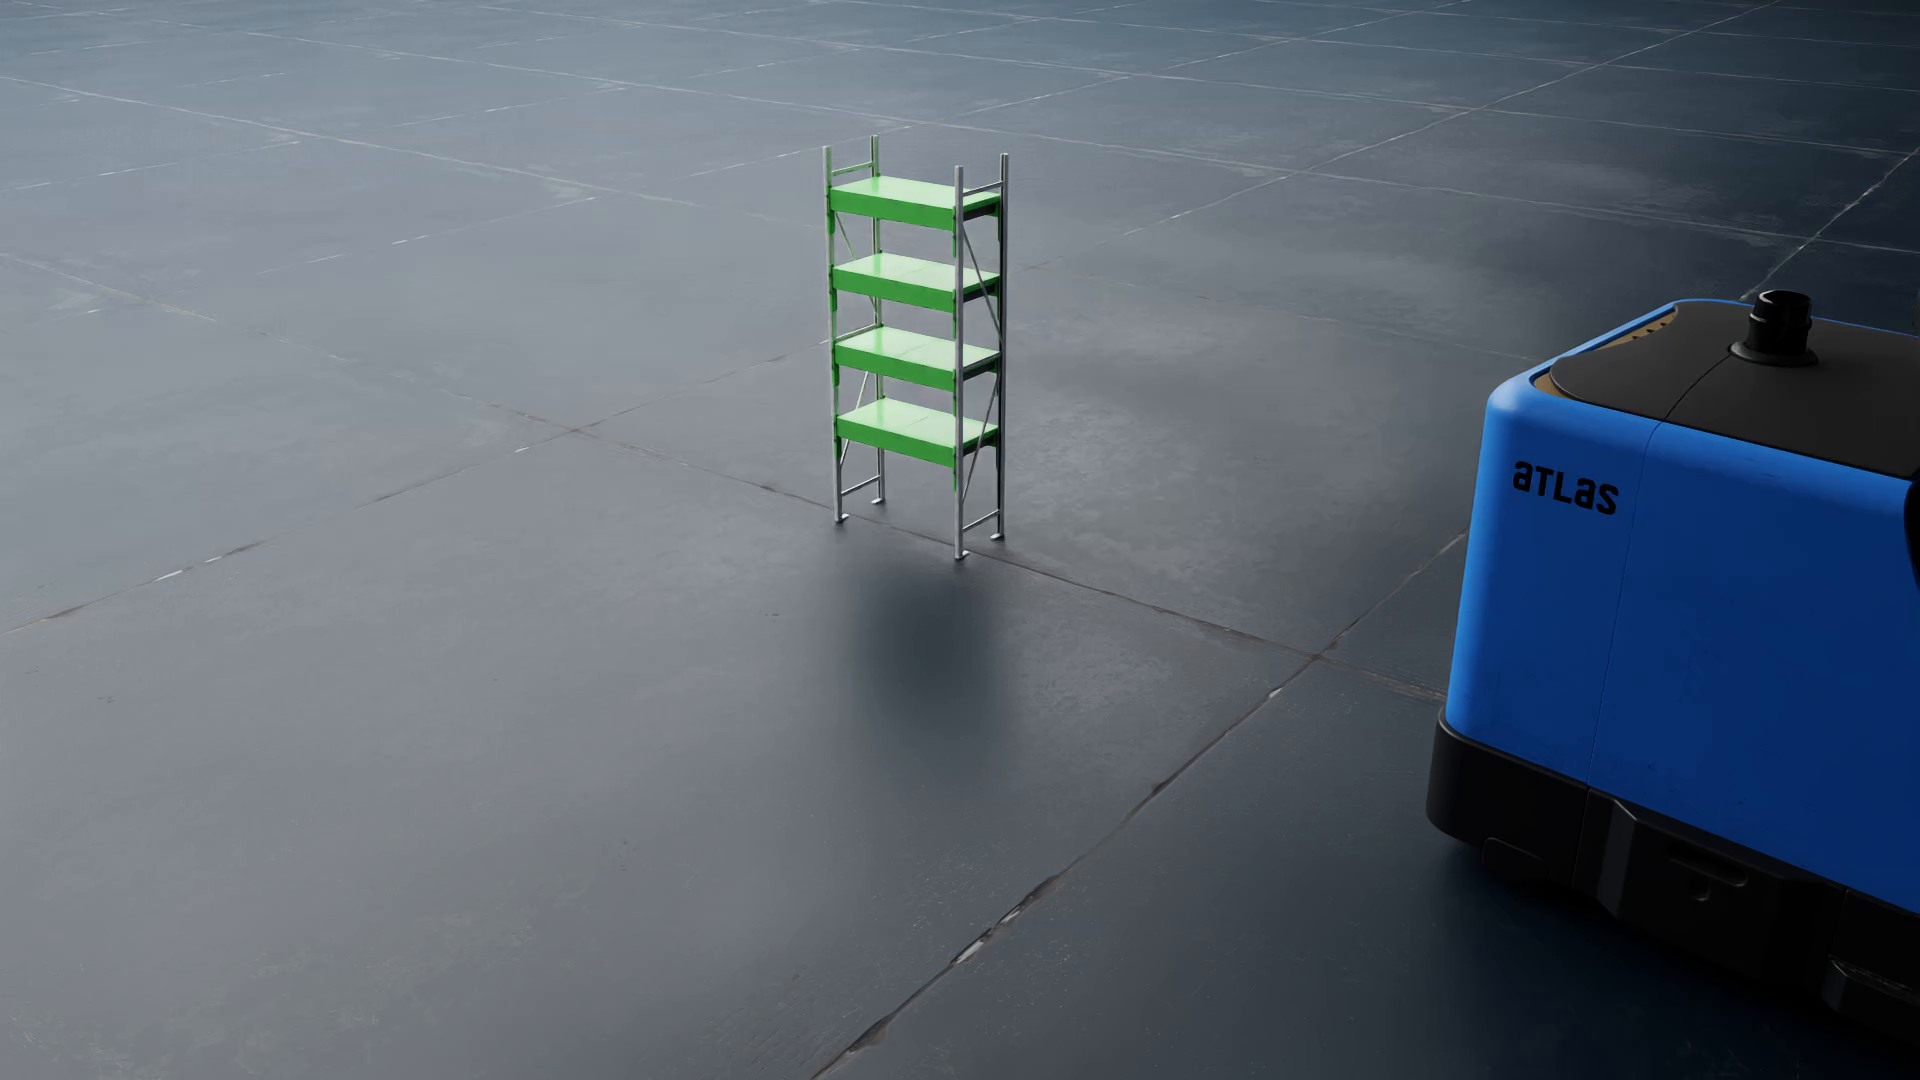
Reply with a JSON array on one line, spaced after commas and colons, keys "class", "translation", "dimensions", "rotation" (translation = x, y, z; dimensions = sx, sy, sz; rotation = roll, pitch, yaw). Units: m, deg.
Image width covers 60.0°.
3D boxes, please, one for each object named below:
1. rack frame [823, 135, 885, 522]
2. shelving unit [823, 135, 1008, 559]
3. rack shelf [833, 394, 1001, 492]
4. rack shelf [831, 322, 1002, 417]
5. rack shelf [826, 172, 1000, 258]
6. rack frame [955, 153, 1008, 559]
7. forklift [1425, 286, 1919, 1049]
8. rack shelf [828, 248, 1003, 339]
[{"class": "rack frame", "translation": [-0.328, -0.648, 5.233], "dimensions": [0.015, 1.200, 0.240], "rotation": [17, 29, 33]}, {"class": "shelving unit", "translation": [-0.132, -0.589, 5.099], "dimensions": [0.503, 1.200, 0.258], "rotation": [17, 29, 33]}, {"class": "rack shelf", "translation": [-0.132, -0.311, 5.221], "dimensions": [0.480, 0.148, 0.258], "rotation": [17, 29, 33]}, {"class": "rack shelf", "translation": [-0.132, -0.531, 5.125], "dimensions": [0.480, 0.148, 0.258], "rotation": [17, 29, 33]}, {"class": "rack shelf", "translation": [-0.132, -0.970, 4.931], "dimensions": [0.480, 0.148, 0.258], "rotation": [17, 29, 33]}, {"class": "rack frame", "translation": [0.063, -0.530, 4.965], "dimensions": [0.015, 1.200, 0.240], "rotation": [17, 29, 33]}, {"class": "forklift", "translation": [2.442, -0.389, 2.498], "dimensions": [3.031, 2.935, 1.130], "rotation": [21, 32, 39]}, {"class": "rack shelf", "translation": [-0.132, -0.750, 5.028], "dimensions": [0.480, 0.148, 0.258], "rotation": [17, 29, 33]}]
